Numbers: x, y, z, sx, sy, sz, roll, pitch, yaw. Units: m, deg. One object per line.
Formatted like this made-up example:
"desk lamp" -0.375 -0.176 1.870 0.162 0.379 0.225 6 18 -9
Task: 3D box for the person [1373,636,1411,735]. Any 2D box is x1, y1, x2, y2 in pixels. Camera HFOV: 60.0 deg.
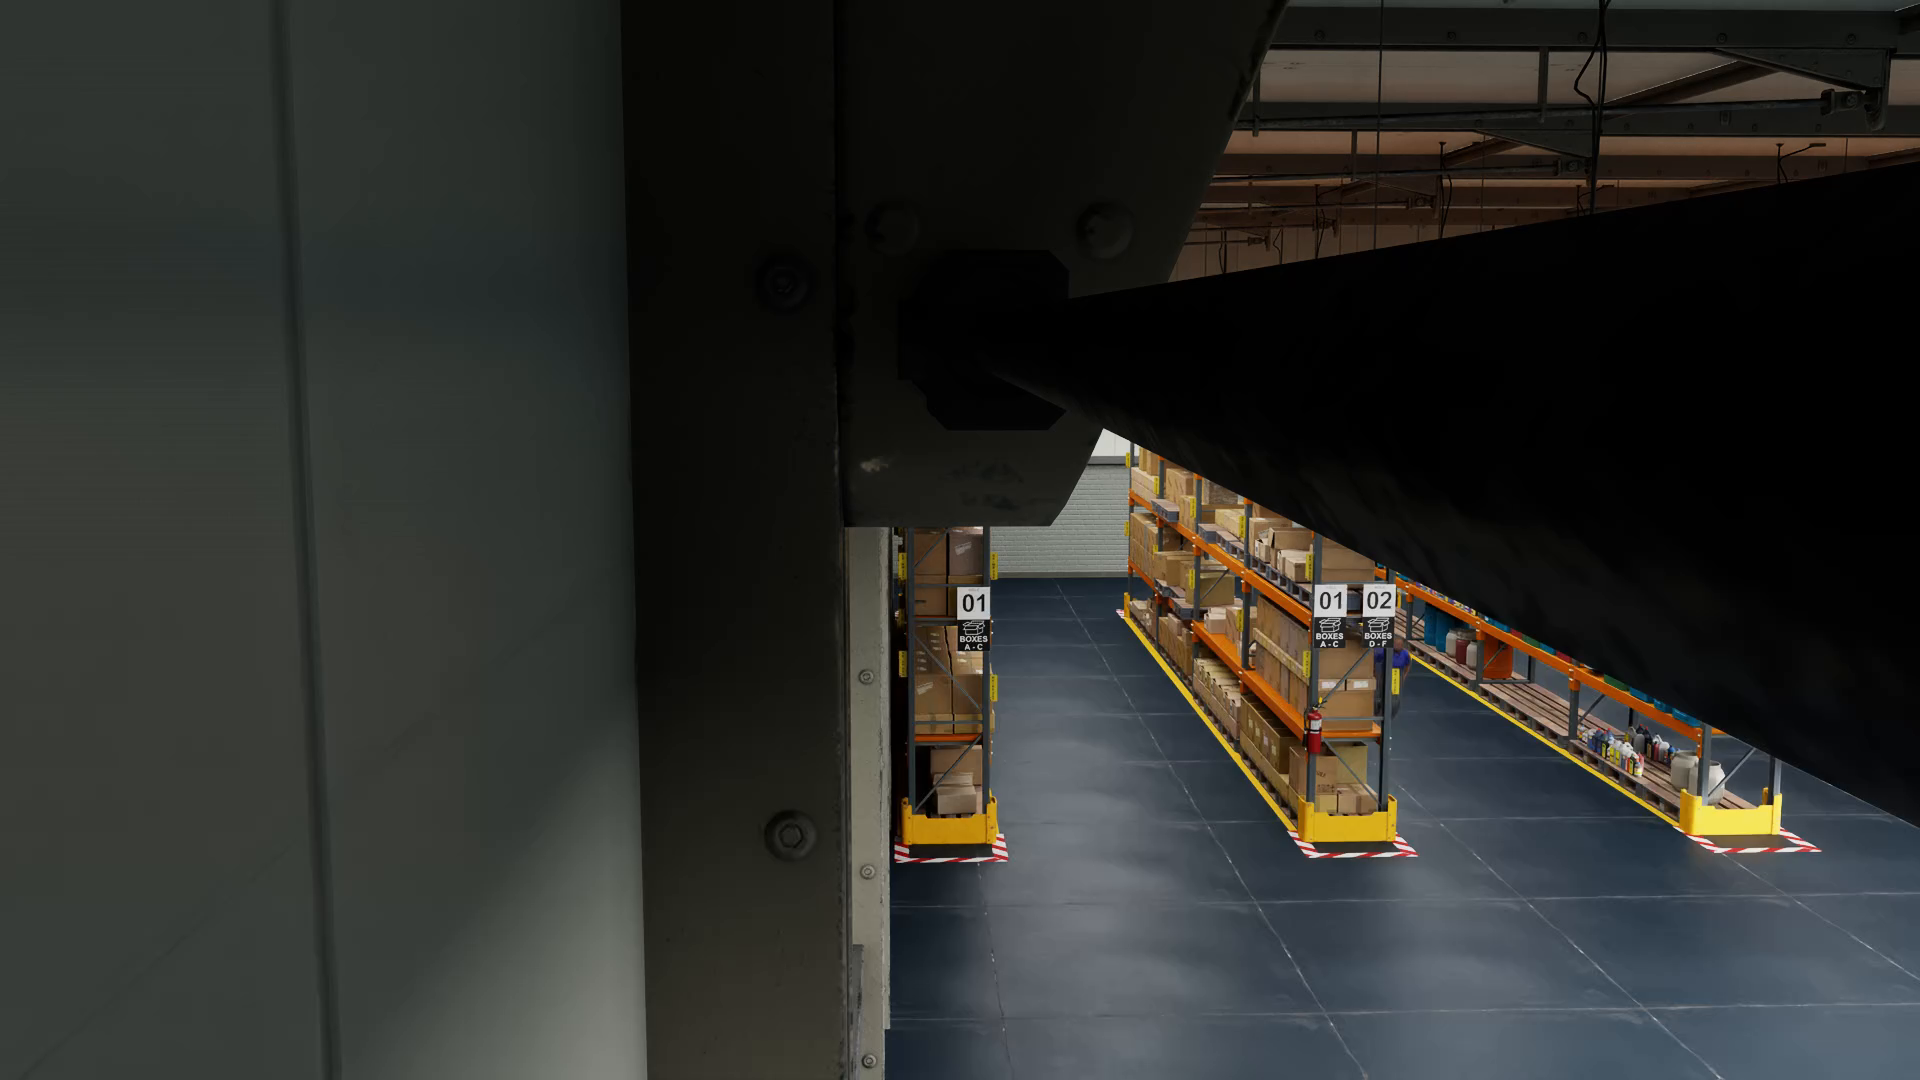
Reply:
"person" 6.725 2.258 25.980 0.564 1.575 0.702 -1 7 -10
